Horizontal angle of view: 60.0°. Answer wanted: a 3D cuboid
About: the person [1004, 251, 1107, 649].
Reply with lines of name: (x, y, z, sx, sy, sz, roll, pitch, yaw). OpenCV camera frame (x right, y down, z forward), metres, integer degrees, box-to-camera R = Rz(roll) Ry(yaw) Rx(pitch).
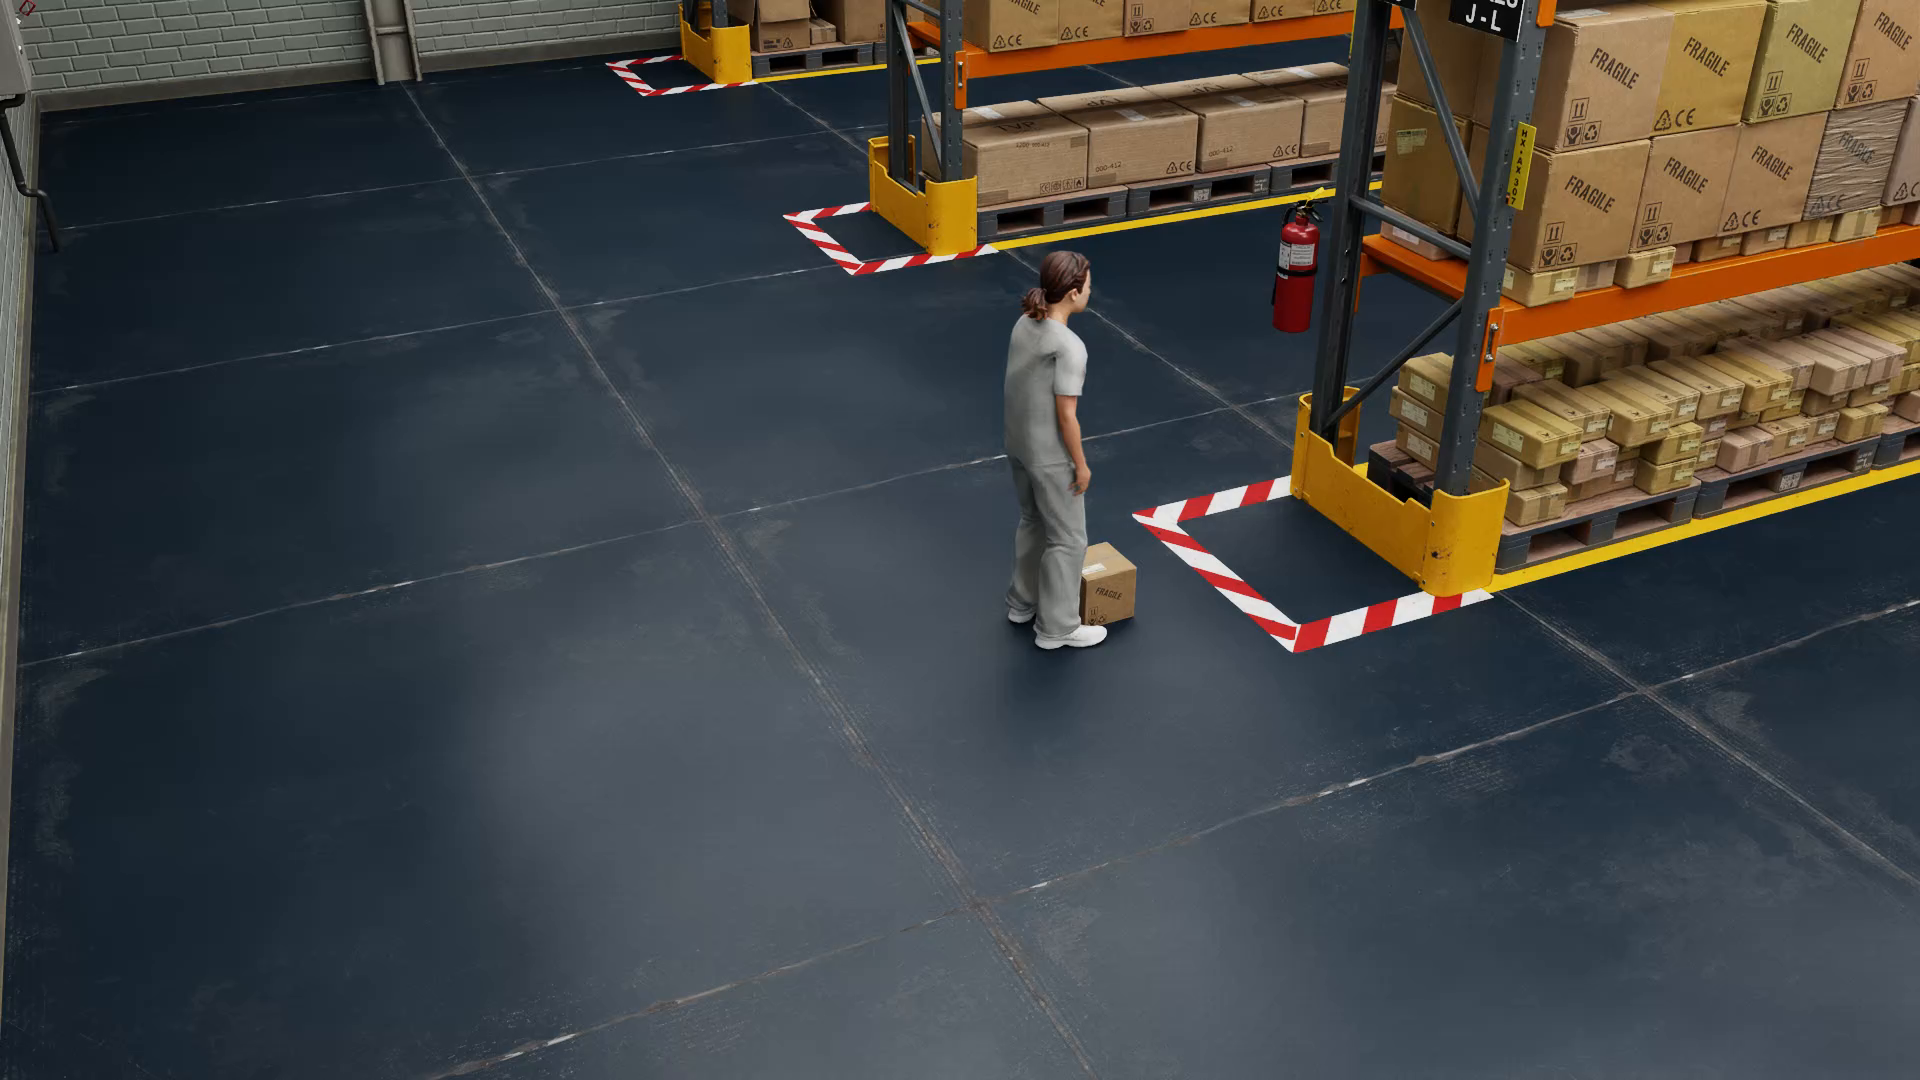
person: (0.369, -0.359, 6.769, 0.357, 1.666, 0.486, -14, 32, -23)
